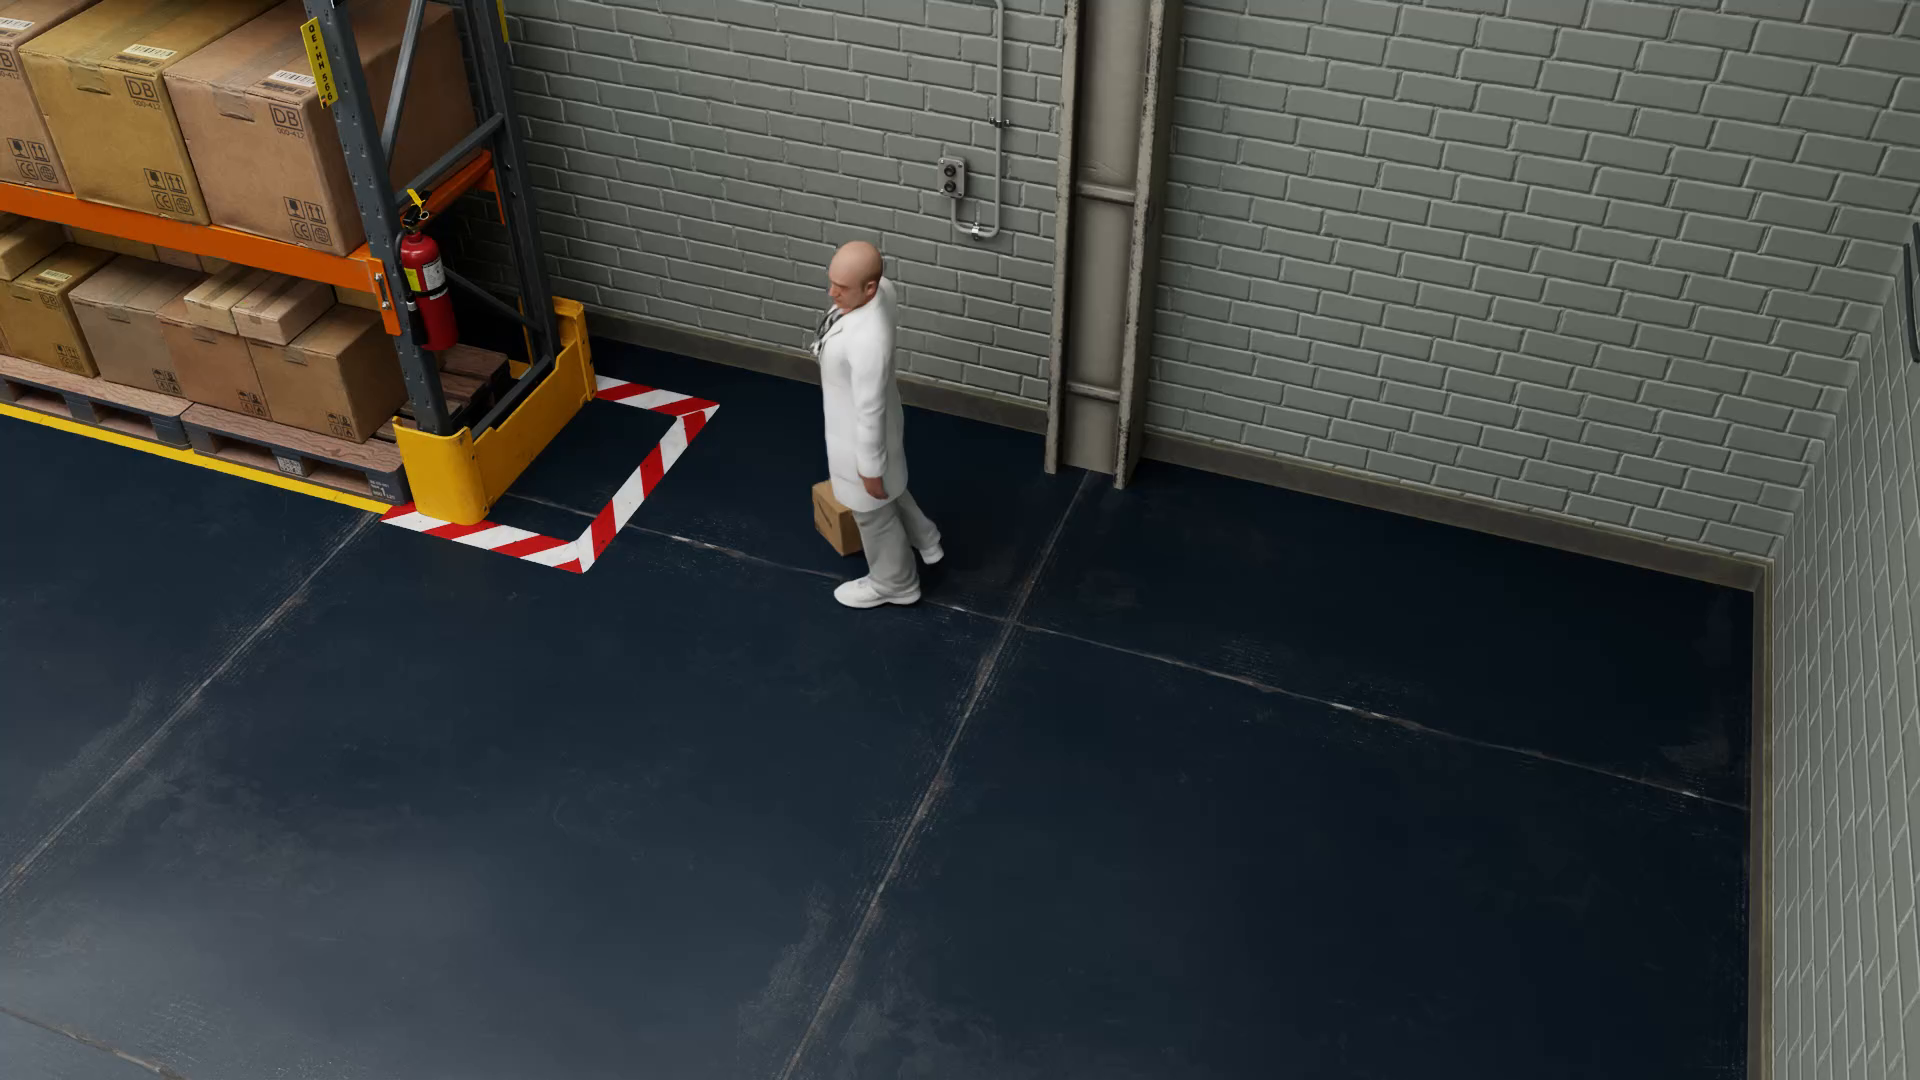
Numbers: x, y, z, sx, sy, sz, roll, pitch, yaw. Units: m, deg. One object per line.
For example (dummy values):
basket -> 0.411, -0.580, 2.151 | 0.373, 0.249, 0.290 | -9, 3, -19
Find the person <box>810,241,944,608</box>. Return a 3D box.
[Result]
person -> -0.325, -0.470, 6.683 | 0.501, 1.771, 0.752 | 3, 41, 3
